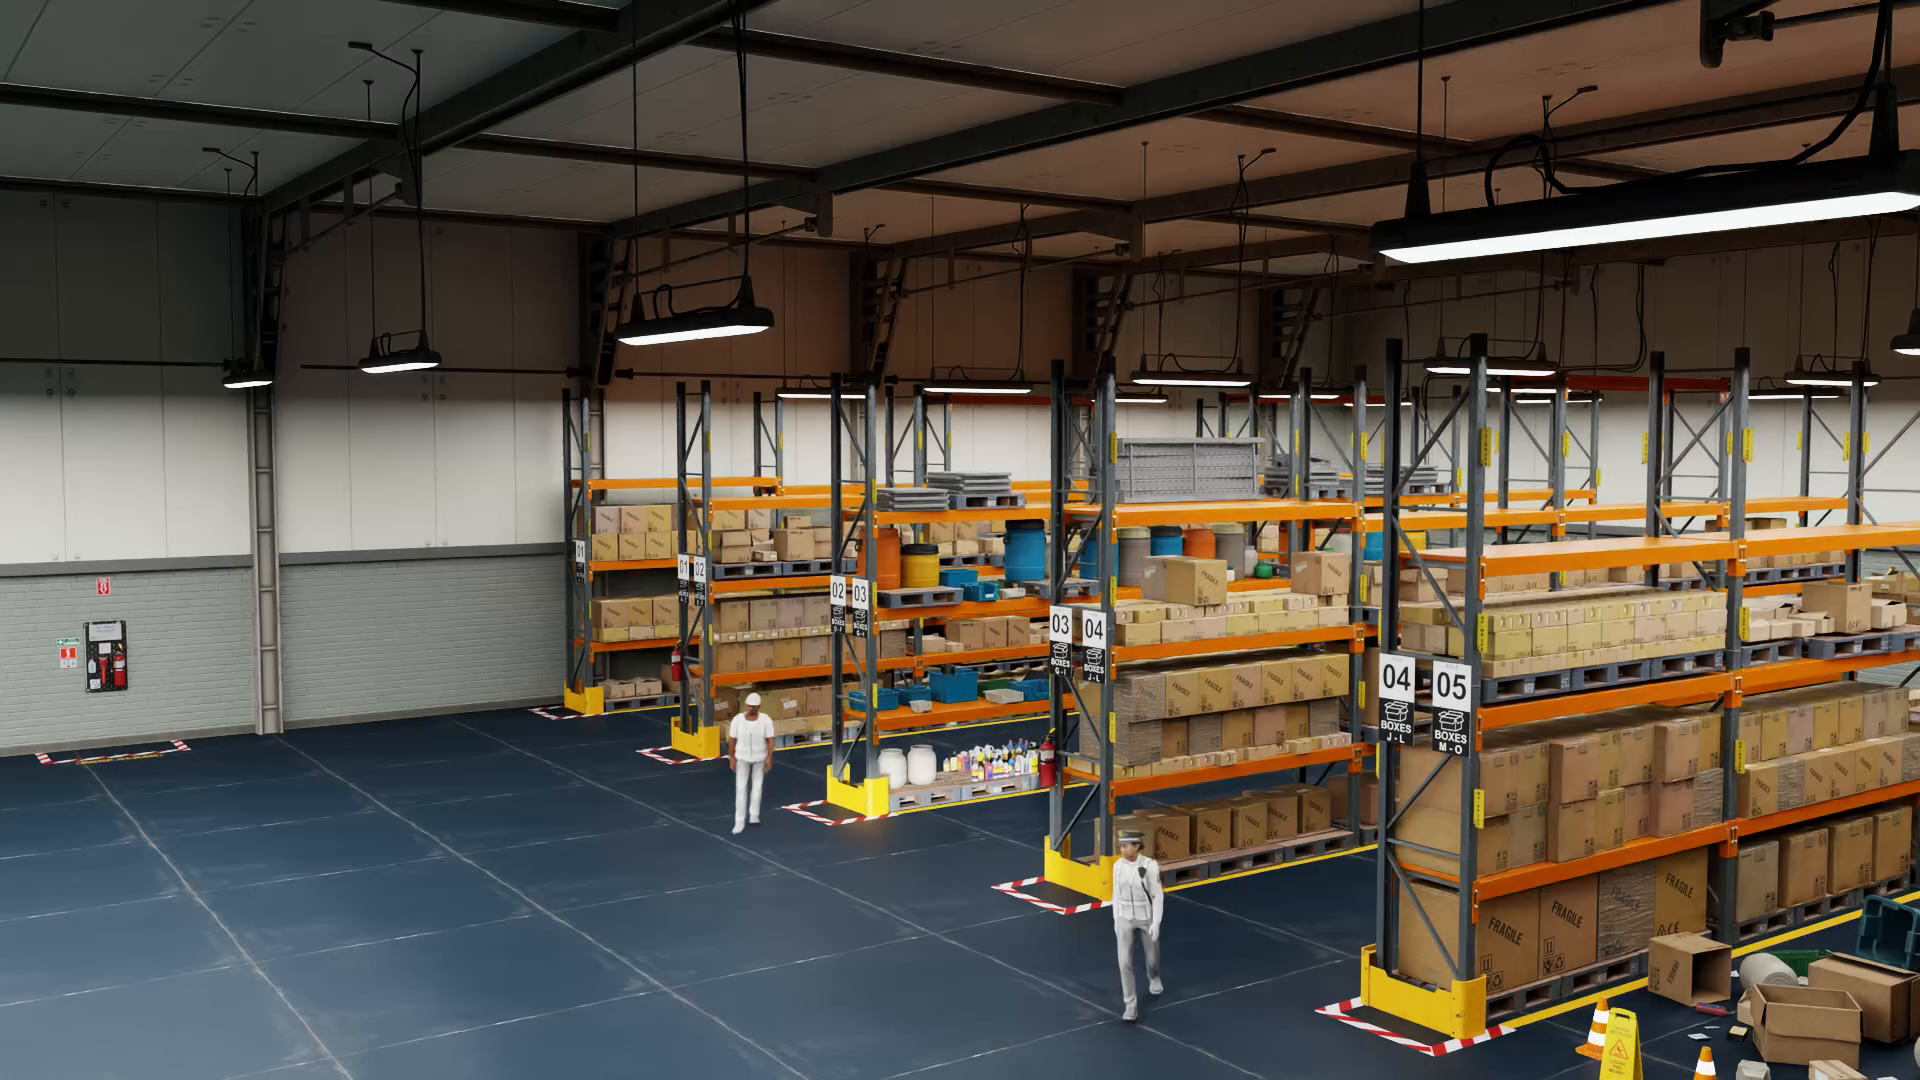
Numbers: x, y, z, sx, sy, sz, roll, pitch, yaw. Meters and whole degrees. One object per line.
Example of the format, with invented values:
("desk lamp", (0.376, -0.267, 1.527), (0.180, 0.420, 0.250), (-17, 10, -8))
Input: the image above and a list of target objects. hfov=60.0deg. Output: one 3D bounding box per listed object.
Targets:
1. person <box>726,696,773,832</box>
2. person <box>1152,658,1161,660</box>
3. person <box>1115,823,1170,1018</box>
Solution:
("person", (-2.727, 2.900, 21.747), (0.623, 1.718, 0.994), (-3, 5, -36))
("person", (3.307, 2.516, 27.977), (0.718, 1.669, 0.437), (-3, 4, -35))
("person", (1.565, 3.384, 14.831), (0.552, 1.660, 0.521), (4, 5, 44))
